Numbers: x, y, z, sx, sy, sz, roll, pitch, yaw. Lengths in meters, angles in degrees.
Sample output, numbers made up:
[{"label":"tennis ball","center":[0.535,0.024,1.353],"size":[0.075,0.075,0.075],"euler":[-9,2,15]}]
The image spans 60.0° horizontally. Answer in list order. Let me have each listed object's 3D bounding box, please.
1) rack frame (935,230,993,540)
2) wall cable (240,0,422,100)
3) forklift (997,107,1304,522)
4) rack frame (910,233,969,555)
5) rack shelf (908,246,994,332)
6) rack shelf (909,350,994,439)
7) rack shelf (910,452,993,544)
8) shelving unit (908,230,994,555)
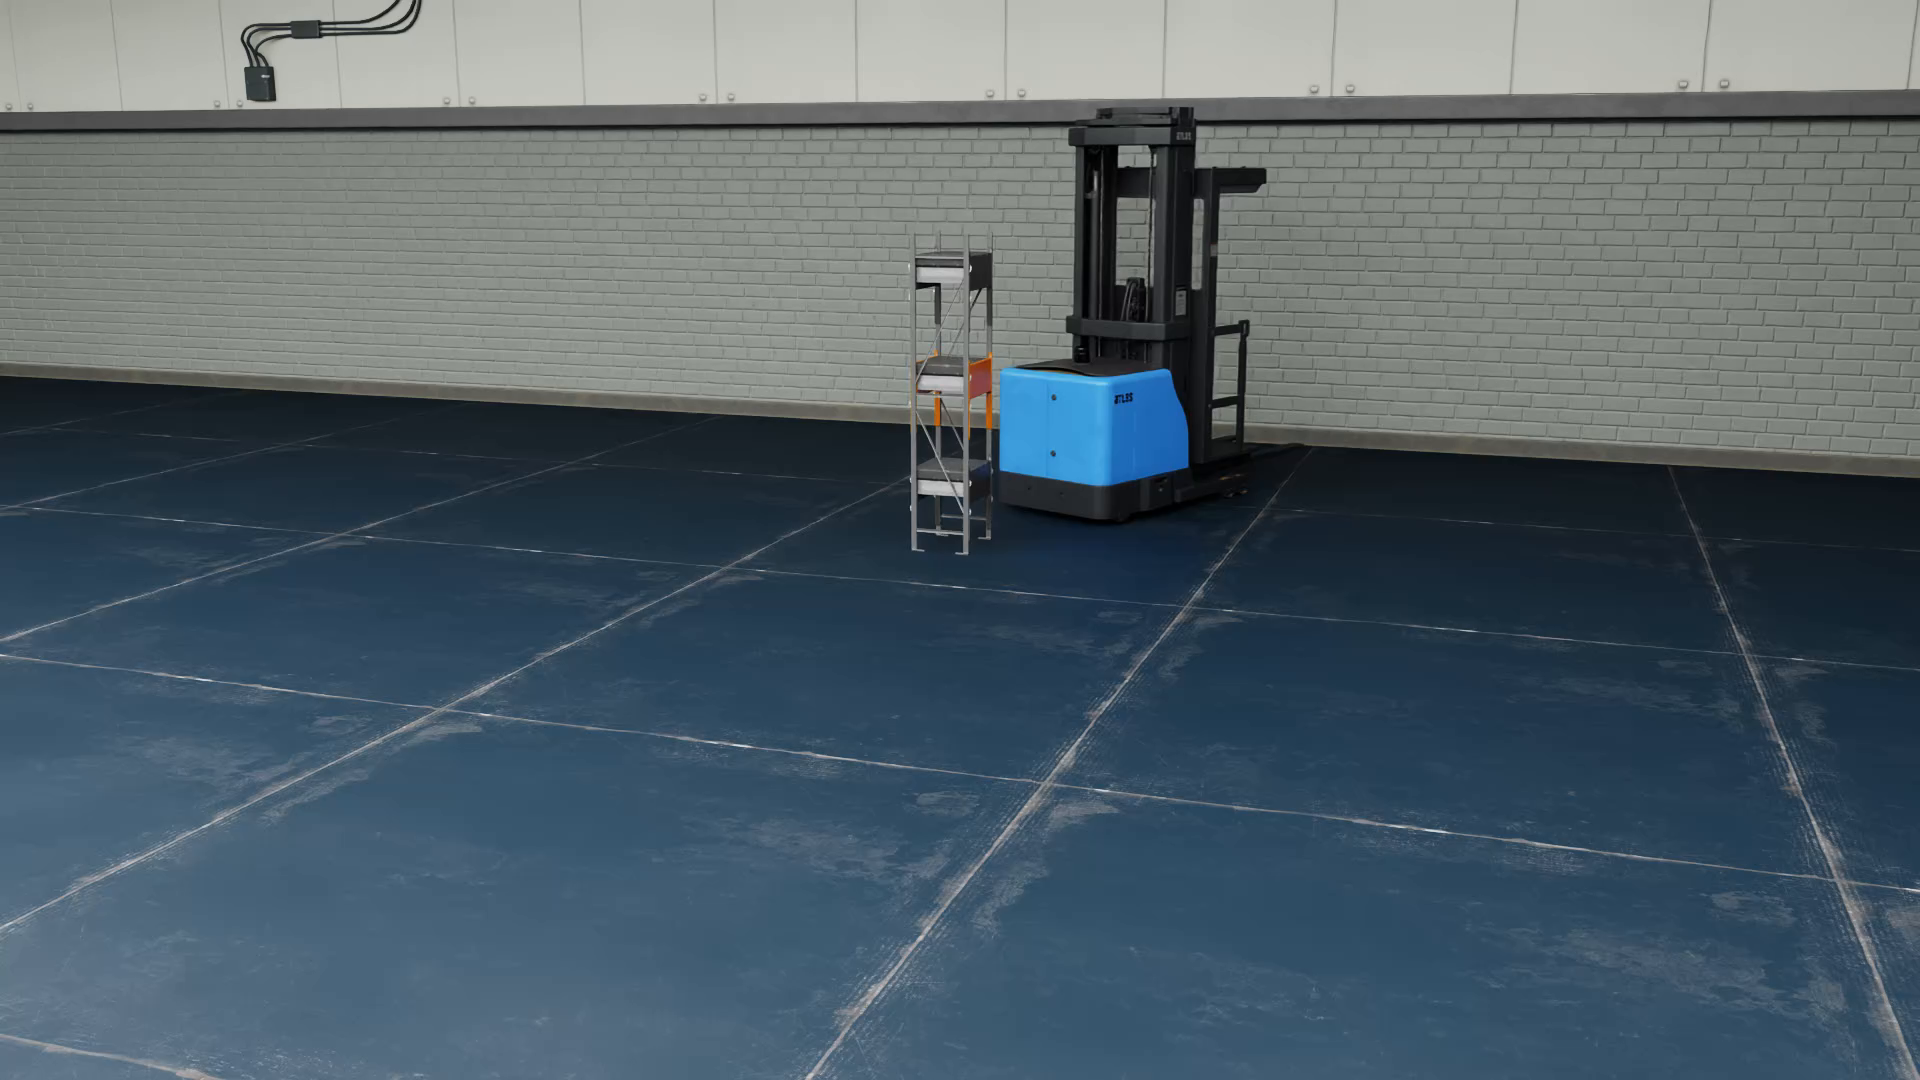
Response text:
[{"label":"rack frame","center":[0.025,-1.040,11.327],"size":[0.400,2.100,0.015],"euler":[4,14,18]},{"label":"wall cable","center":[-6.690,-7.657,17.170],"size":[2.305,6.003,0.169],"euler":[4,14,18]},{"label":"forklift","center":[1.638,-1.821,12.879],"size":[1.130,2.935,3.031],"euler":[11,17,41]},{"label":"rack frame","center":[-0.133,-0.937,10.876],"size":[0.400,2.100,0.015],"euler":[4,14,18]},{"label":"rack shelf","center":[-0.054,-1.658,10.949],"size":[0.431,0.518,0.480],"euler":[4,14,18]},{"label":"rack shelf","center":[-0.054,-0.976,11.105],"size":[0.431,0.518,0.480],"euler":[4,14,18]},{"label":"rack shelf","center":[-0.054,-0.293,11.260],"size":[0.431,0.518,0.480],"euler":[4,14,18]},{"label":"shelving unit","center":[-0.054,-0.989,11.102],"size":[0.431,2.100,0.503],"euler":[4,14,18]}]
